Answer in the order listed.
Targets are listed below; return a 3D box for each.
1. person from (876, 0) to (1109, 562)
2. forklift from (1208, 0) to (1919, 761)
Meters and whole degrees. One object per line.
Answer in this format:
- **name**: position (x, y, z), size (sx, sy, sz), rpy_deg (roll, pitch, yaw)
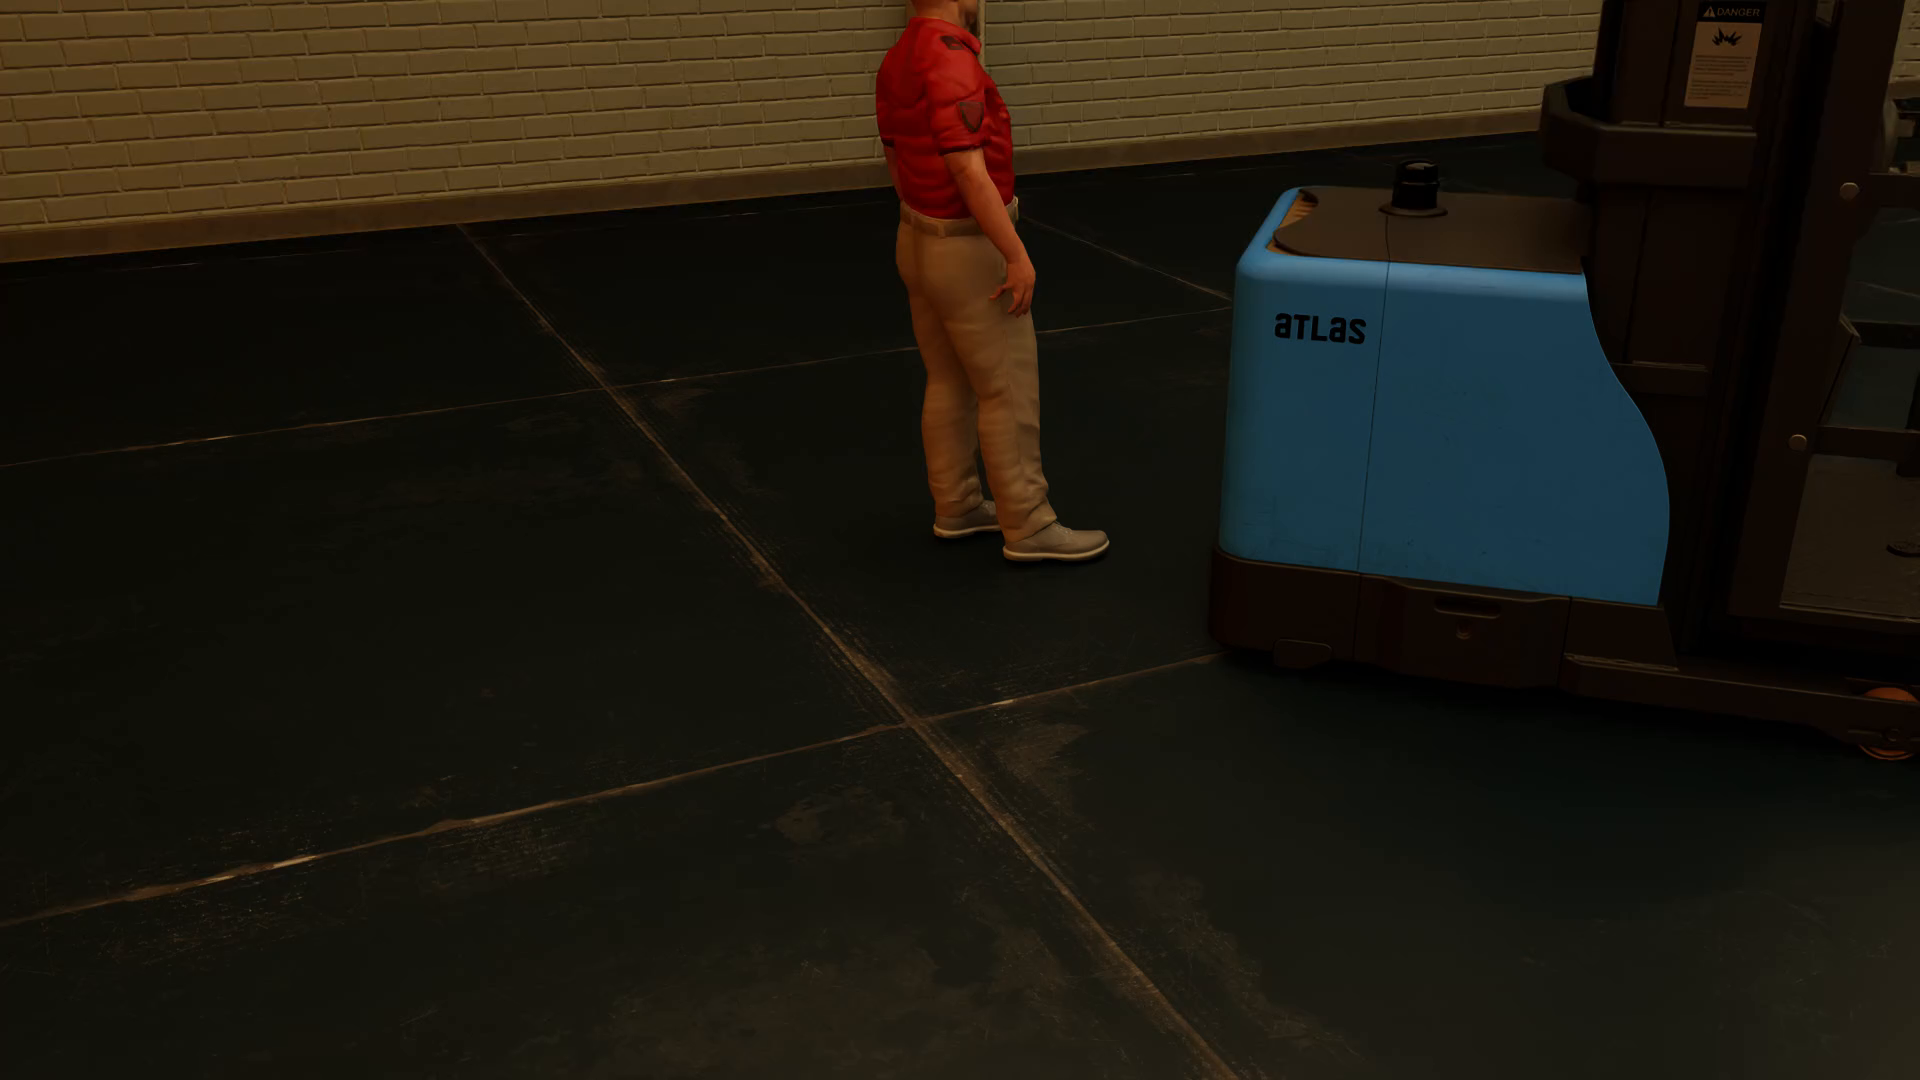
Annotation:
- **person**: position (0.086, -0.816, 4.798), size (0.550, 1.728, 0.641), rpy_deg (-10, 25, -23)
- **forklift**: position (2.224, -1.046, 3.805), size (3.031, 2.935, 1.130), rpy_deg (7, 23, 16)
